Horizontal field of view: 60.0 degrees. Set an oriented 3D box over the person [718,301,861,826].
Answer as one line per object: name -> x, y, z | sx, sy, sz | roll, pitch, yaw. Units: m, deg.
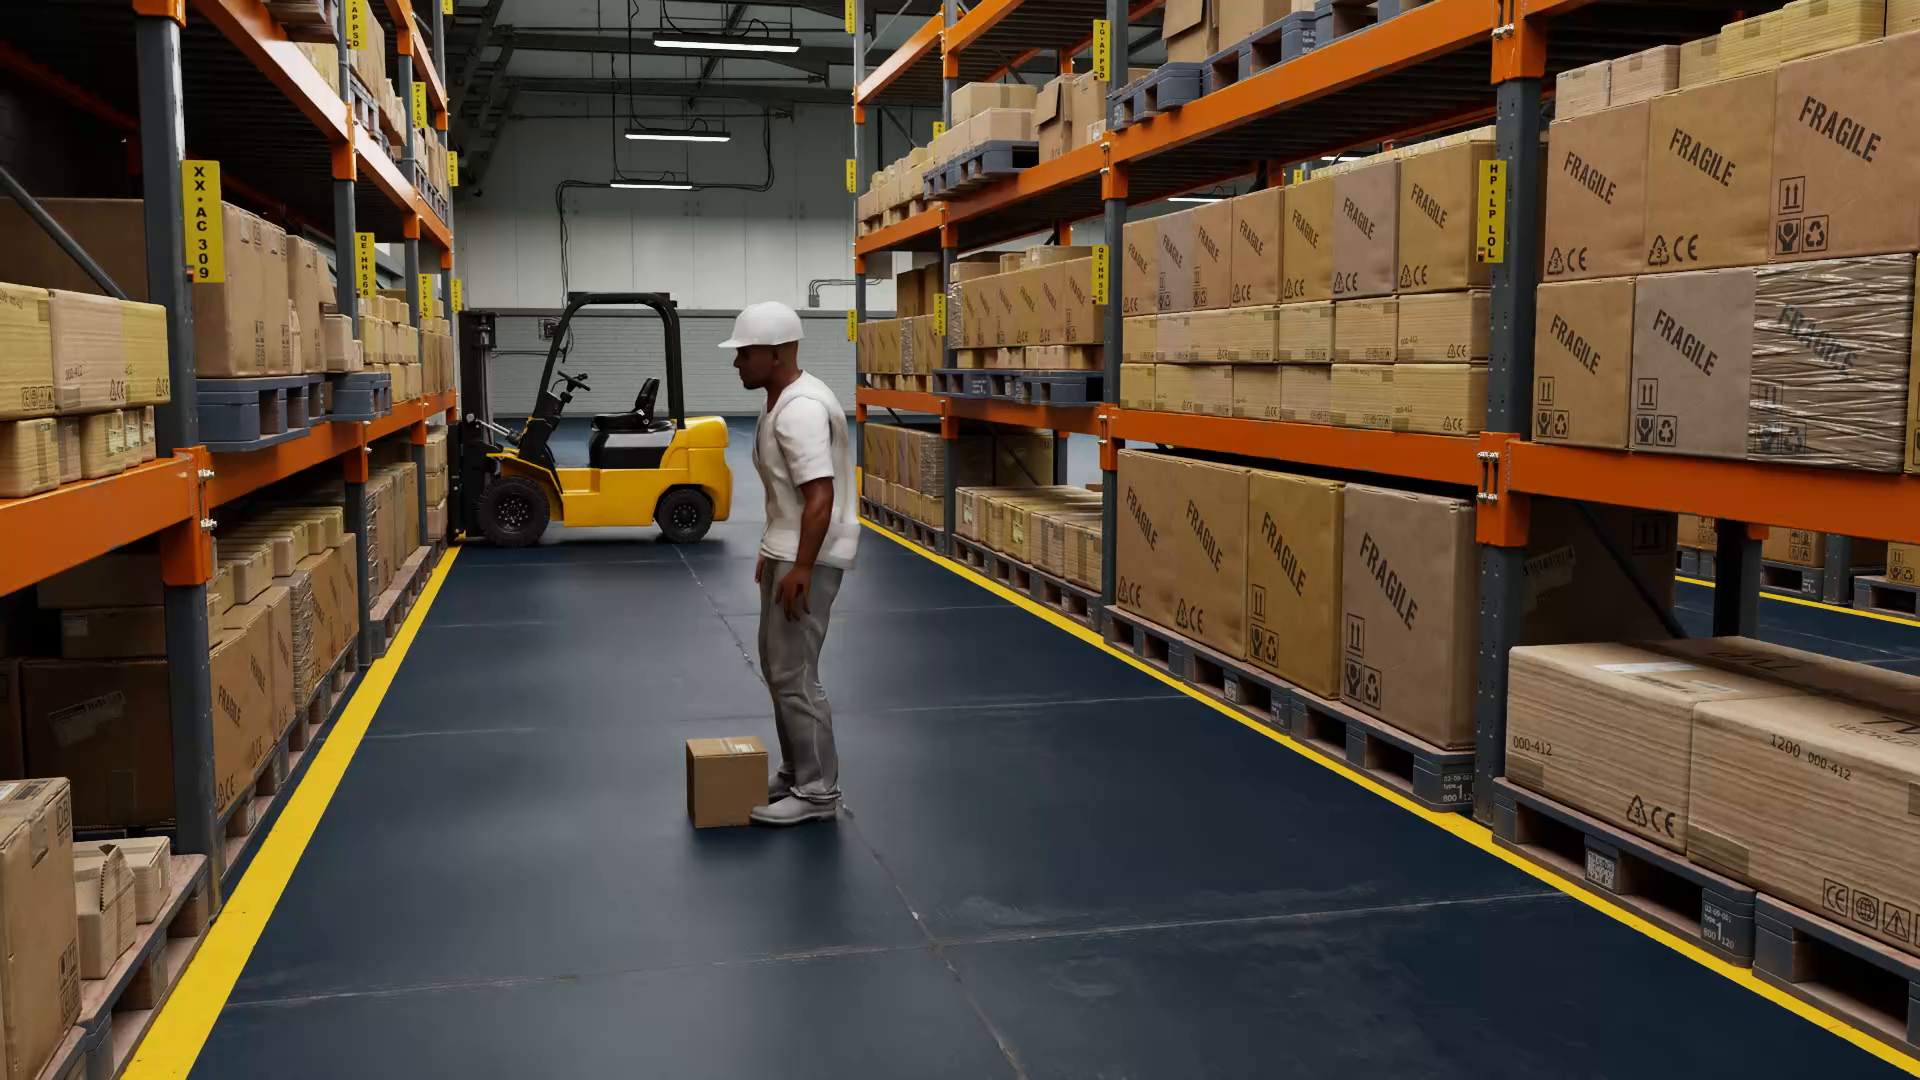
person -> -0.586, 0.072, 5.694 | 0.463, 1.760, 0.631 | -2, 6, -14
